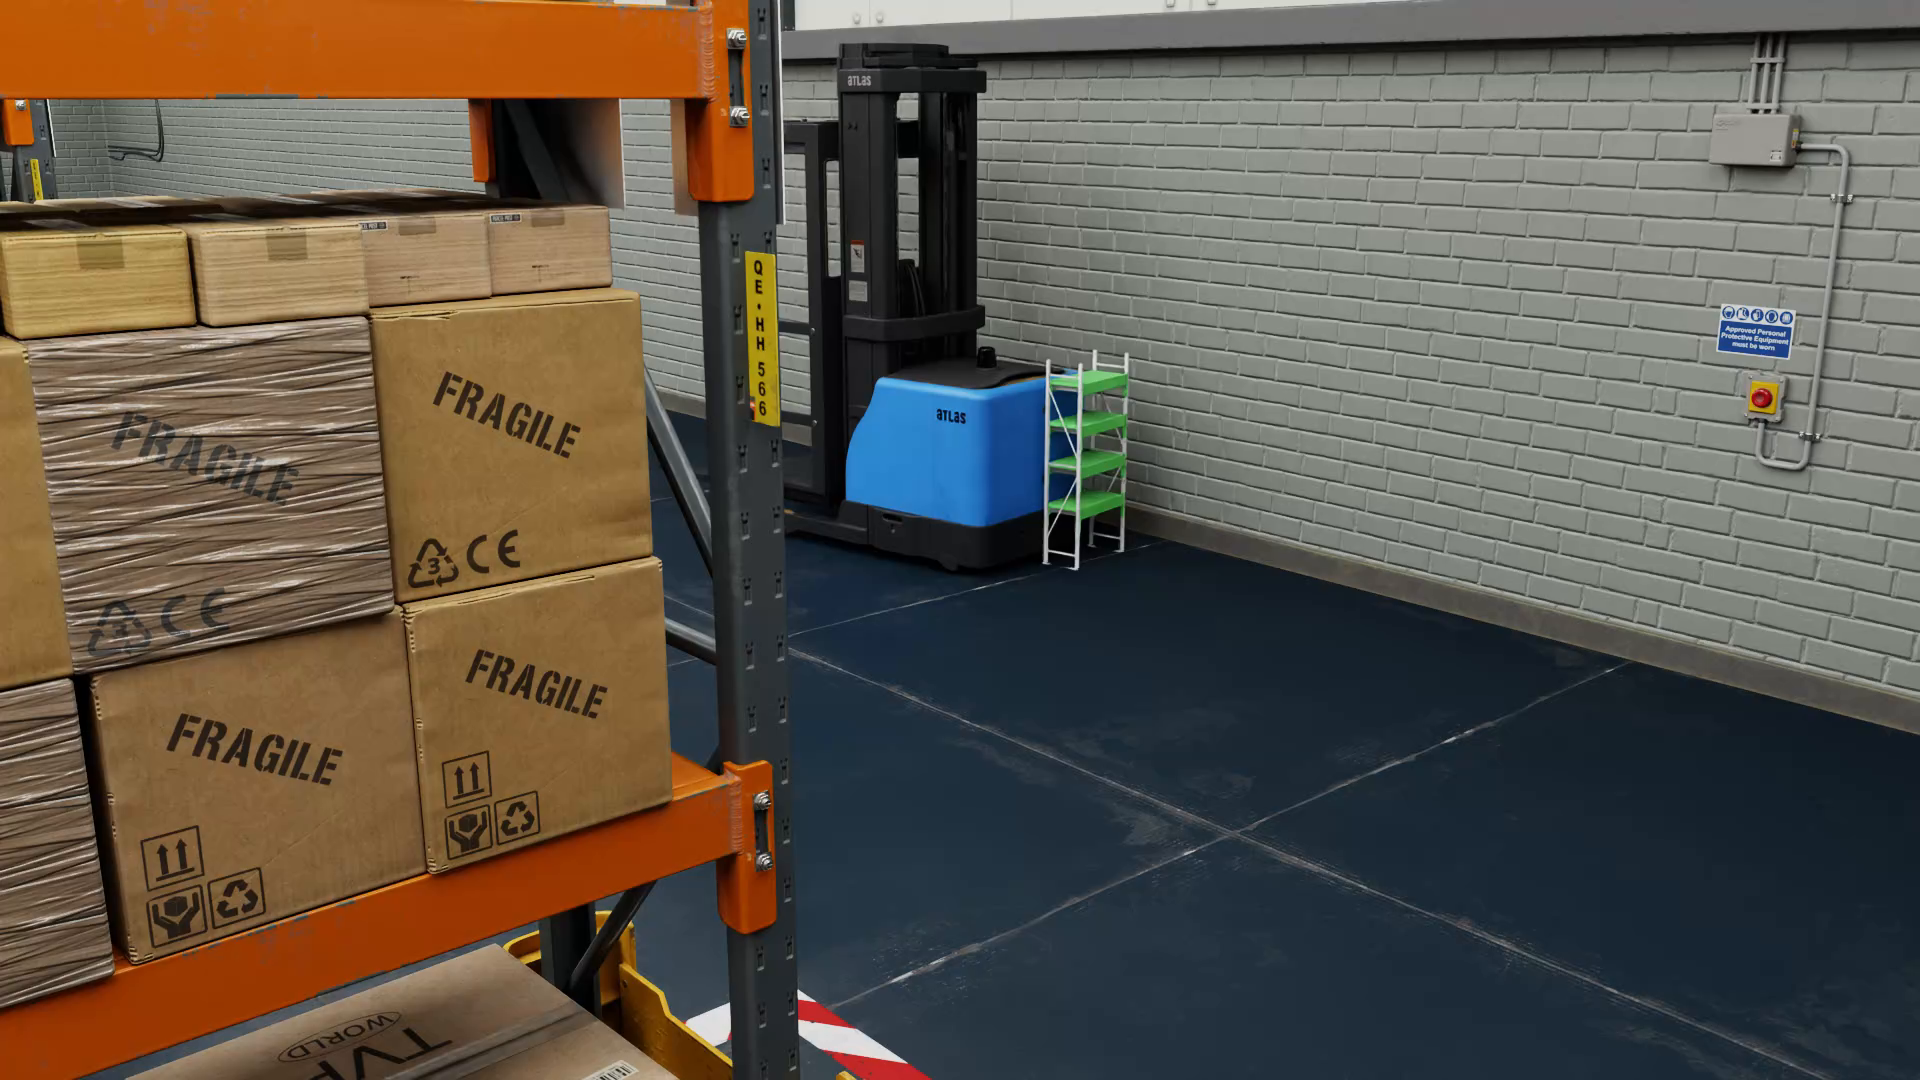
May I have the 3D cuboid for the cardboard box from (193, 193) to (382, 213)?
[{"bbox_3d":[-1.324,-0.596,3.281,0.250,0.149,0.380,-12,19,-38],"label":"cardboard box"}]

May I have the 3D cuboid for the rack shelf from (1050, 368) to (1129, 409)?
[{"bbox_3d":[0.736,-0.875,9.588,0.258,0.148,0.480,11,19,36],"label":"rack shelf"}]

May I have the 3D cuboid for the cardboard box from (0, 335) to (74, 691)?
[{"bbox_3d":[-1.681,-0.042,2.463,0.500,0.500,0.500,-13,20,-40],"label":"cardboard box"}]

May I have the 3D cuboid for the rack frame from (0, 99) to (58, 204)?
[{"bbox_3d":[-4.049,-0.763,7.292,0.127,3.000,1.000,-13,19,-39],"label":"rack frame"}]

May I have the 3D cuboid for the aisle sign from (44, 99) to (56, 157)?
[{"bbox_3d":[-3.797,-1.972,6.784,0.004,0.787,0.394,-13,19,-39],"label":"aisle sign"}]

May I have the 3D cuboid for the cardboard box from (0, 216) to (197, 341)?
[{"bbox_3d":[-1.395,-0.418,2.616,0.250,0.149,0.380,-12,19,-38],"label":"cardboard box"}]

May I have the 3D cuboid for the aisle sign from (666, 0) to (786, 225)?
[{"bbox_3d":[-0.465,-1.024,3.233,0.004,0.787,0.394,-13,19,-39],"label":"aisle sign"}]

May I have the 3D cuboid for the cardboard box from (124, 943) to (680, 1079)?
[{"bbox_3d":[-1.155,1.350,3.534,0.875,0.438,0.875,-14,20,-41],"label":"cardboard box"}]

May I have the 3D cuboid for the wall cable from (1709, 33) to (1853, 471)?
[{"bbox_3d":[3.515,-1.282,7.206,0.123,1.953,0.585,-13,19,-39],"label":"wall cable"}]

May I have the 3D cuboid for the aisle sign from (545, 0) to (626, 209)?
[{"bbox_3d":[-0.859,-1.141,3.670,0.004,0.787,0.394,-13,19,-39],"label":"aisle sign"}]

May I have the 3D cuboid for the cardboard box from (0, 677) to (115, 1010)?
[{"bbox_3d":[-1.683,0.440,2.596,0.500,0.500,0.500,-12,19,-38],"label":"cardboard box"}]

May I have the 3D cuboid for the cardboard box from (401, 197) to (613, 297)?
[{"bbox_3d":[-0.862,-0.561,3.149,0.250,0.149,0.380,-12,19,-39],"label":"cardboard box"}]

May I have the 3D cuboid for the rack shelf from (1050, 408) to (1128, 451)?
[{"bbox_3d":[0.736,-0.643,9.650,0.258,0.148,0.480,11,19,36],"label":"rack shelf"}]

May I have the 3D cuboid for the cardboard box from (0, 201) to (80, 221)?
[{"bbox_3d":[-1.782,-0.526,3.020,0.250,0.149,0.380,-13,20,-41],"label":"cardboard box"}]

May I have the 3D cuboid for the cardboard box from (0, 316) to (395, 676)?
[{"bbox_3d":[-1.306,-0.125,2.774,0.500,0.500,0.500,-13,19,-39],"label":"cardboard box"}]

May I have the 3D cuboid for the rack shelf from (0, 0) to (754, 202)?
[{"bbox_3d":[-2.232,-0.579,2.186,4.000,0.370,1.077,-13,19,-39],"label":"rack shelf"}]

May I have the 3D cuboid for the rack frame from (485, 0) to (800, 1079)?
[{"bbox_3d":[-0.721,0.185,3.746,0.053,2.616,0.949,-13,19,-39],"label":"rack frame"}]

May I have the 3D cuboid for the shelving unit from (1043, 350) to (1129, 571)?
[{"bbox_3d":[0.736,-0.473,9.696,0.258,1.200,0.503,11,19,36],"label":"shelving unit"}]

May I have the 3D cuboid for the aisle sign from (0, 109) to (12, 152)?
[{"bbox_3d":[-4.191,-2.089,7.222,0.004,0.787,0.394,-13,19,-39],"label":"aisle sign"}]

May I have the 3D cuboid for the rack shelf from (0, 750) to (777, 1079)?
[{"bbox_3d":[-2.232,0.870,2.573,4.000,0.370,1.077,-13,19,-39],"label":"rack shelf"}]

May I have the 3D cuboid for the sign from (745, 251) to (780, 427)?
[{"bbox_3d":[-0.377,-0.382,3.164,0.005,0.325,0.100,-13,19,-39],"label":"sign"}]

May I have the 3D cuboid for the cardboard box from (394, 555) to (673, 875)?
[{"bbox_3d":[-0.913,0.269,3.237,0.500,0.500,0.500,-13,19,-39],"label":"cardboard box"}]

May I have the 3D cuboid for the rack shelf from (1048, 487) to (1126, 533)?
[{"bbox_3d":[0.736,-0.179,9.774,0.258,0.148,0.480,11,19,36],"label":"rack shelf"}]

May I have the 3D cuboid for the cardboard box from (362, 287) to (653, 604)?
[{"bbox_3d":[-0.931,-0.219,3.127,0.500,0.500,0.500,-12,19,-38],"label":"cardboard box"}]

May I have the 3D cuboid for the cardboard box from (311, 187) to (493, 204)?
[{"bbox_3d":[-1.173,-0.654,3.500,0.250,0.149,0.380,-12,19,-38],"label":"cardboard box"}]

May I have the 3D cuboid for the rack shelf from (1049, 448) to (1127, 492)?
[{"bbox_3d":[0.736,-0.411,9.712,0.258,0.148,0.480,11,19,36],"label":"rack shelf"}]

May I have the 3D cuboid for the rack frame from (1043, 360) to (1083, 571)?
[{"bbox_3d":[0.588,-0.423,9.508,0.240,1.200,0.015,11,19,36],"label":"rack frame"}]

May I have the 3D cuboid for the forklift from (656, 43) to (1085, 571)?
[{"bbox_3d":[-0.698,-1.531,10.302,3.031,2.935,1.130,12,19,39],"label":"forklift"}]

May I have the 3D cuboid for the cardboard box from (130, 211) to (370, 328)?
[{"bbox_3d":[-1.178,-0.453,2.746,0.250,0.149,0.380,-13,20,-40],"label":"cardboard box"}]

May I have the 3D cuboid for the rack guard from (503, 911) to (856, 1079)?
[{"bbox_3d":[-0.705,1.388,4.086,0.348,0.500,1.175,-13,19,-39],"label":"rack guard"}]

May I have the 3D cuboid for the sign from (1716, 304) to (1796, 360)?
[{"bbox_3d":[3.530,-0.926,7.381,0.001,0.218,0.327,-13,19,-39],"label":"sign"}]

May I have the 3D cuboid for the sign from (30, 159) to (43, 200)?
[{"bbox_3d":[-3.700,-1.363,6.685,0.005,0.325,0.100,-13,19,-39],"label":"sign"}]

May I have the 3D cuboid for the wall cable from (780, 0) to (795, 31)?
[{"bbox_3d":[-0.700,-6.485,10.856,0.120,5.999,2.277,-13,19,-39],"label":"wall cable"}]

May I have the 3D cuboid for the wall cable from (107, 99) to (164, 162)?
[{"bbox_3d":[-12.482,-6.925,24.755,0.112,2.526,3.097,-13,19,-39],"label":"wall cable"}]

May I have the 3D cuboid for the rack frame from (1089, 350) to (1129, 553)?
[{"bbox_3d":[0.884,-0.523,9.883,0.240,1.200,0.015,11,19,36],"label":"rack frame"}]

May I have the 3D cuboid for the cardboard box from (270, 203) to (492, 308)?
[{"bbox_3d":[-1.038,-0.513,2.971,0.250,0.149,0.380,-12,19,-38],"label":"cardboard box"}]

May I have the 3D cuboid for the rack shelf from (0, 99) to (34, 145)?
[{"bbox_3d":[-5.558,-1.525,5.730,4.000,0.370,1.077,-13,19,-39],"label":"rack shelf"}]

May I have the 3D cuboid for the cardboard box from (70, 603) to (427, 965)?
[{"bbox_3d":[-1.302,0.351,2.929,0.500,0.500,0.500,-13,20,-41],"label":"cardboard box"}]

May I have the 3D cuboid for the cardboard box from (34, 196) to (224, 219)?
[{"bbox_3d":[-1.595,-0.575,3.200,0.250,0.149,0.380,-12,19,-38],"label":"cardboard box"}]
